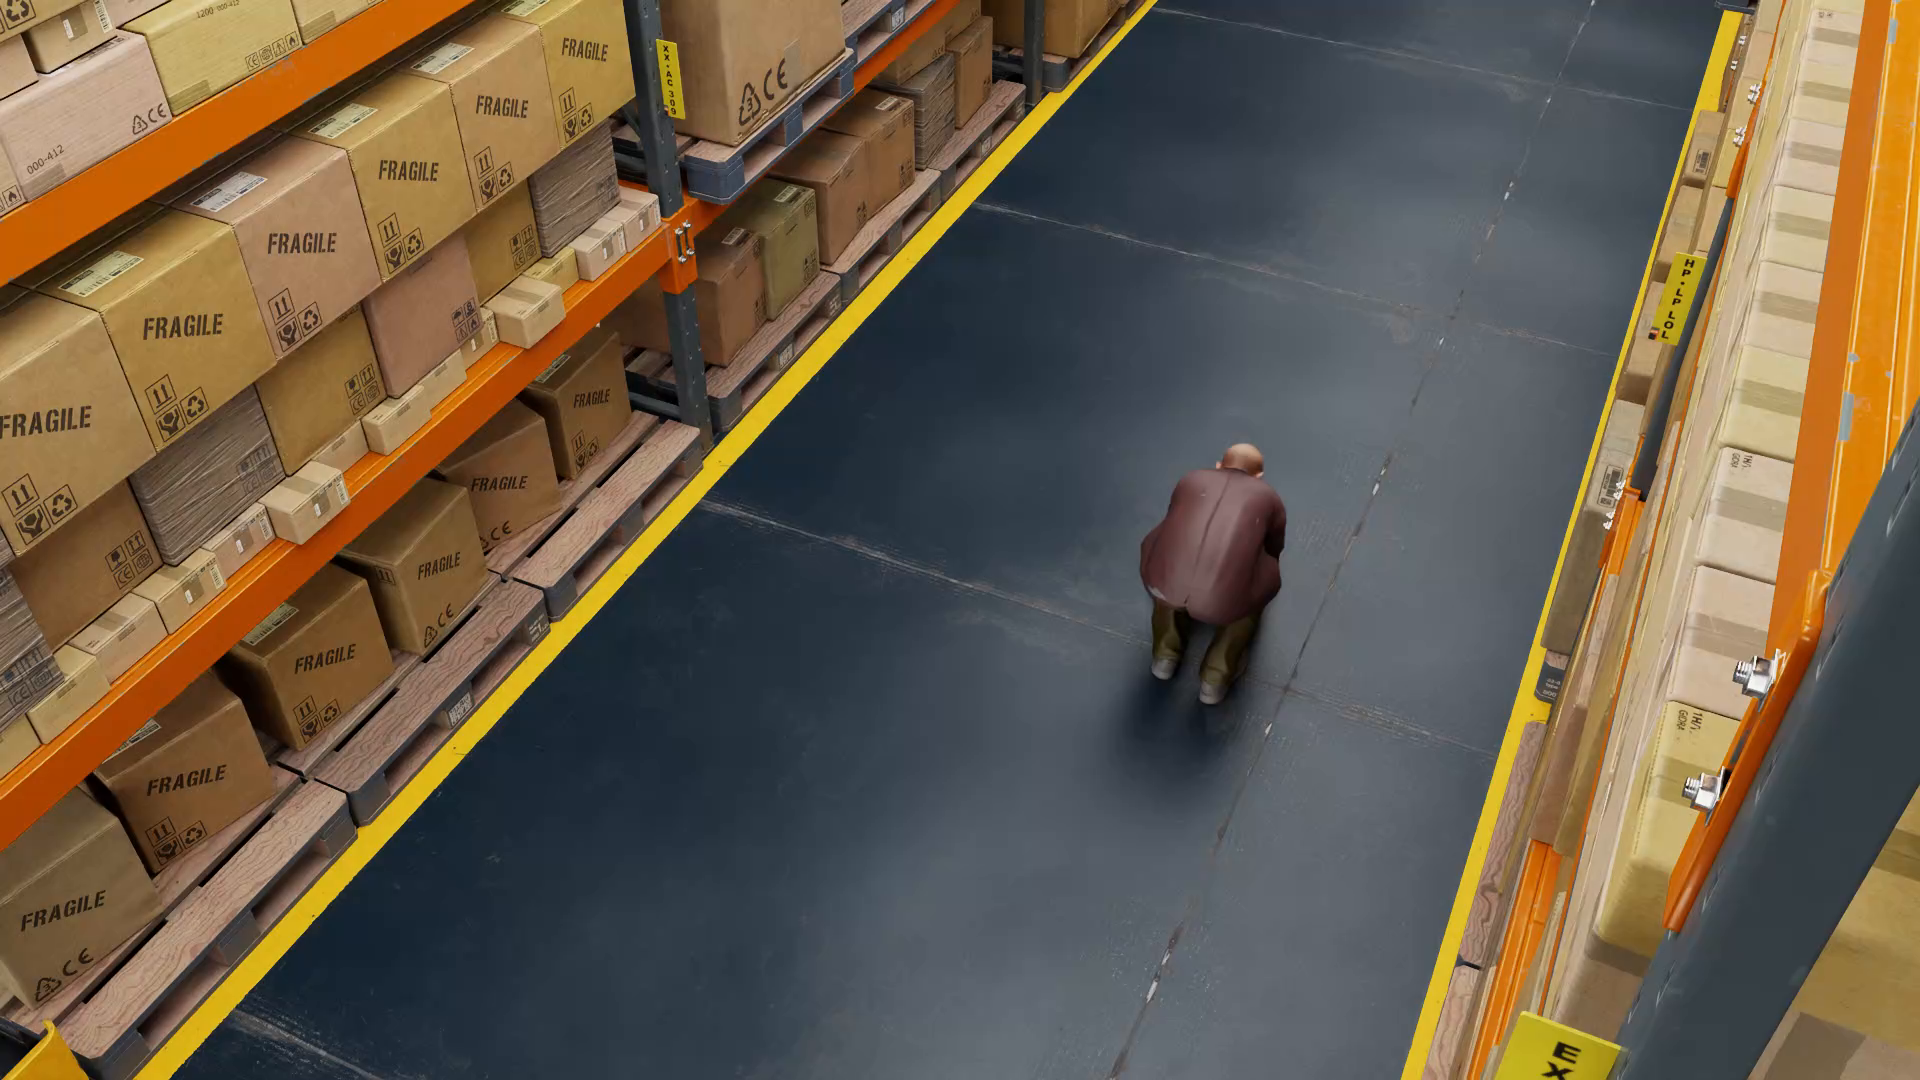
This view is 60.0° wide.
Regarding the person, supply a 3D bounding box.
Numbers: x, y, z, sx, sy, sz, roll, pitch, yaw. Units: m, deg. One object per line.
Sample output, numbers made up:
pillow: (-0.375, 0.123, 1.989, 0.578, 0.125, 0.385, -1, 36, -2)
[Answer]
person: (1.032, 0.118, 6.739, 0.583, 0.886, 0.952, 16, 44, 17)
